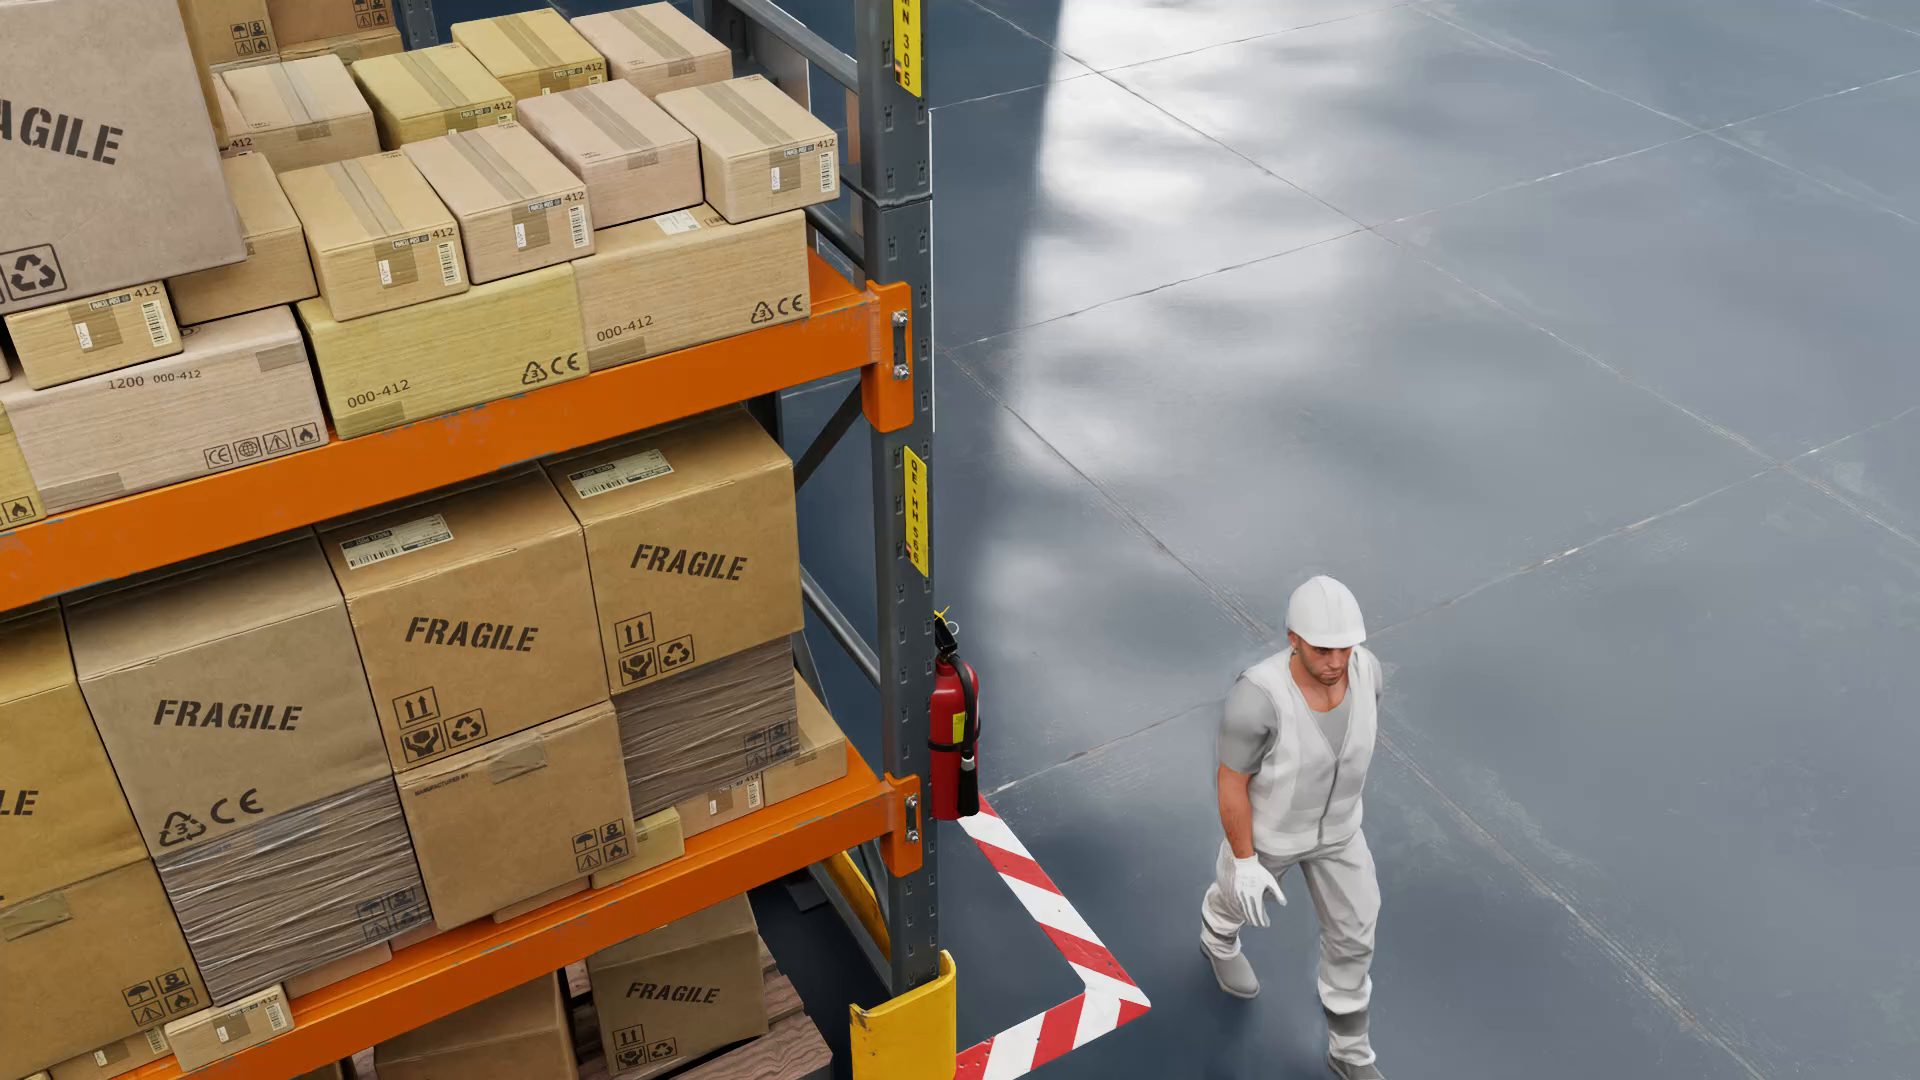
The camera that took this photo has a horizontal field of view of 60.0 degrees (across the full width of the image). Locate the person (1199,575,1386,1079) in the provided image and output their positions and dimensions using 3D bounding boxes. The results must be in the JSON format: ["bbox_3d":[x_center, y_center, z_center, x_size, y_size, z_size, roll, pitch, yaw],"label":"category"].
[{"bbox_3d":[1.032,0.899,4.893,0.582,1.776,0.846,-12,38,-16],"label":"person"}]
